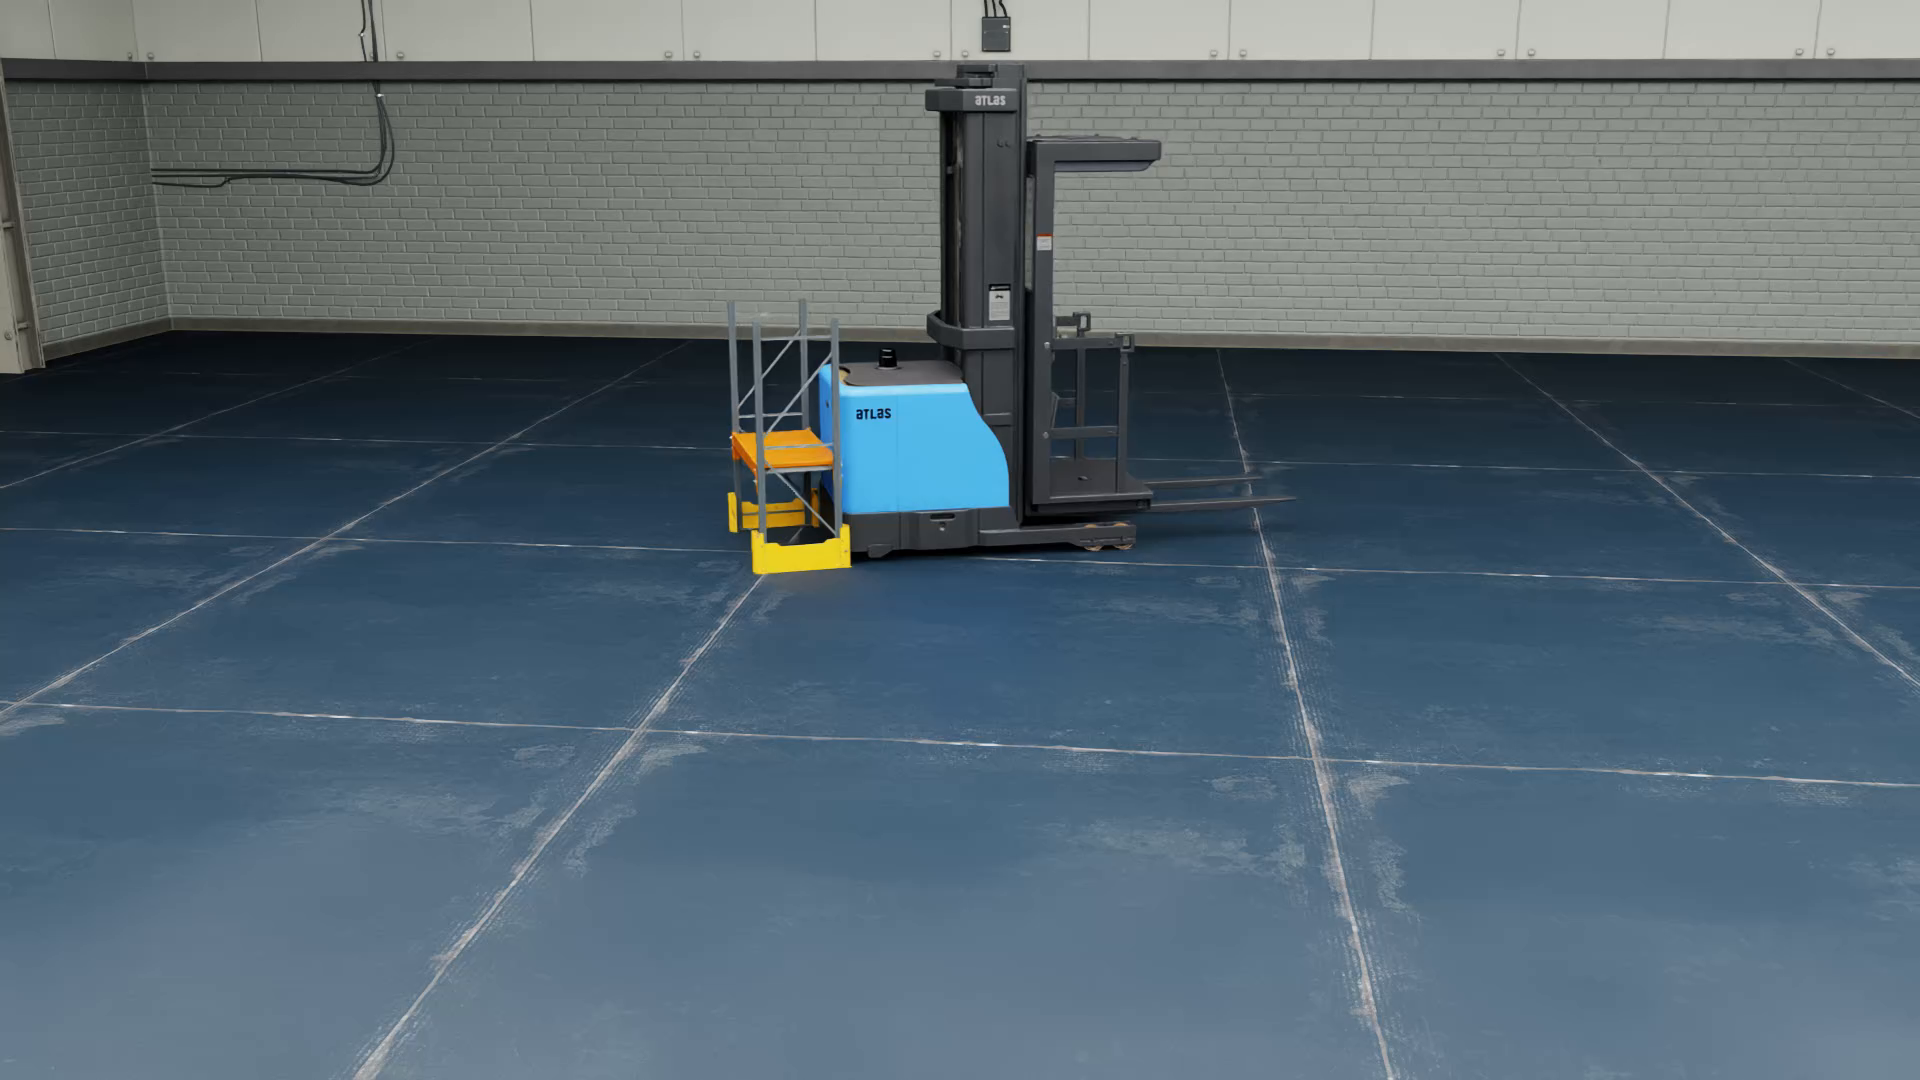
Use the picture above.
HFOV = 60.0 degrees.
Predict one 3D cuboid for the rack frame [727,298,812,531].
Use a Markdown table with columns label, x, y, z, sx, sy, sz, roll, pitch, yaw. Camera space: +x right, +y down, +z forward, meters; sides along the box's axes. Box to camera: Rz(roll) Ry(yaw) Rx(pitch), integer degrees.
| label | x | y | z | sx | sy | sz | roll | pitch | yaw |
| --- | --- | --- | --- | --- | --- | --- | --- | --- | --- |
| rack frame | -1.227 | -0.805 | 10.764 | 0.500 | 1.500 | 0.032 | -4 | 16 | -15 |

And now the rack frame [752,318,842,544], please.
| label | x | y | z | sx | sy | sz | roll | pitch | yaw |
| --- | --- | --- | --- | --- | --- | --- | --- | --- | --- |
| rack frame | -0.953 | -0.549 | 9.819 | 0.500 | 1.500 | 0.032 | -4 | 16 | -15 |

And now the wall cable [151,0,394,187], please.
| label | x | y | z | sx | sy | sz | roll | pitch | yaw |
| --- | --- | --- | --- | --- | --- | --- | --- | --- | --- |
| wall cable | -8.046 | -5.323 | 19.055 | 3.097 | 2.526 | 0.112 | 2 | 15 | 6 |

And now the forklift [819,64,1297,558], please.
| label | x | y | z | sx | sy | sz | roll | pitch | yaw |
| --- | --- | --- | --- | --- | --- | --- | --- | --- | --- |
| forklift | 0.645 | -1.477 | 10.508 | 3.031 | 2.935 | 1.130 | -3 | 15 | -11 |

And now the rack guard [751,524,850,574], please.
| label | x | y | z | sx | sy | sz | roll | pitch | yaw |
| --- | --- | --- | --- | --- | --- | --- | --- | --- | --- |
| rack guard | -0.953 | 0.054 | 9.984 | 0.587 | 0.250 | 0.087 | -4 | 16 | -15 |

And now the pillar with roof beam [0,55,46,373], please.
| label | x | y | z | sx | sy | sz | roll | pitch | yaw |
| --- | --- | --- | --- | --- | --- | --- | --- | --- | --- |
| pillar with roof beam | -5.415 | -5.970 | 15.499 | 9.100 | 9.000 | 0.400 | 2 | 15 | 6 |

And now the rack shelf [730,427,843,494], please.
| label | x | y | z | sx | sy | sz | roll | pitch | yaw |
| --- | --- | --- | --- | --- | --- | --- | --- | --- | --- |
| rack shelf | -1.090 | -0.503 | 10.339 | 0.538 | 0.185 | 1.000 | -4 | 16 | -15 |

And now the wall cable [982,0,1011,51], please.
| label | x | y | z | sx | sy | sz | roll | pitch | yaw |
| --- | --- | --- | --- | --- | --- | --- | --- | --- | --- |
| wall cable | 1.385 | -8.179 | 17.156 | 2.305 | 6.003 | 0.169 | 2 | 15 | 6 |

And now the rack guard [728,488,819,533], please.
| label | x | y | z | sx | sy | sz | roll | pitch | yaw |
| --- | --- | --- | --- | --- | --- | --- | --- | --- | --- |
| rack guard | -1.222 | -0.196 | 10.909 | 0.587 | 0.250 | 0.087 | -4 | 16 | -15 |

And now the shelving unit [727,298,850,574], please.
| label | x | y | z | sx | sy | sz | roll | pitch | yaw |
| --- | --- | --- | --- | --- | --- | --- | --- | --- | --- |
| shelving unit | -1.087 | -0.675 | 10.283 | 0.587 | 1.500 | 1.083 | -4 | 16 | -15 |
